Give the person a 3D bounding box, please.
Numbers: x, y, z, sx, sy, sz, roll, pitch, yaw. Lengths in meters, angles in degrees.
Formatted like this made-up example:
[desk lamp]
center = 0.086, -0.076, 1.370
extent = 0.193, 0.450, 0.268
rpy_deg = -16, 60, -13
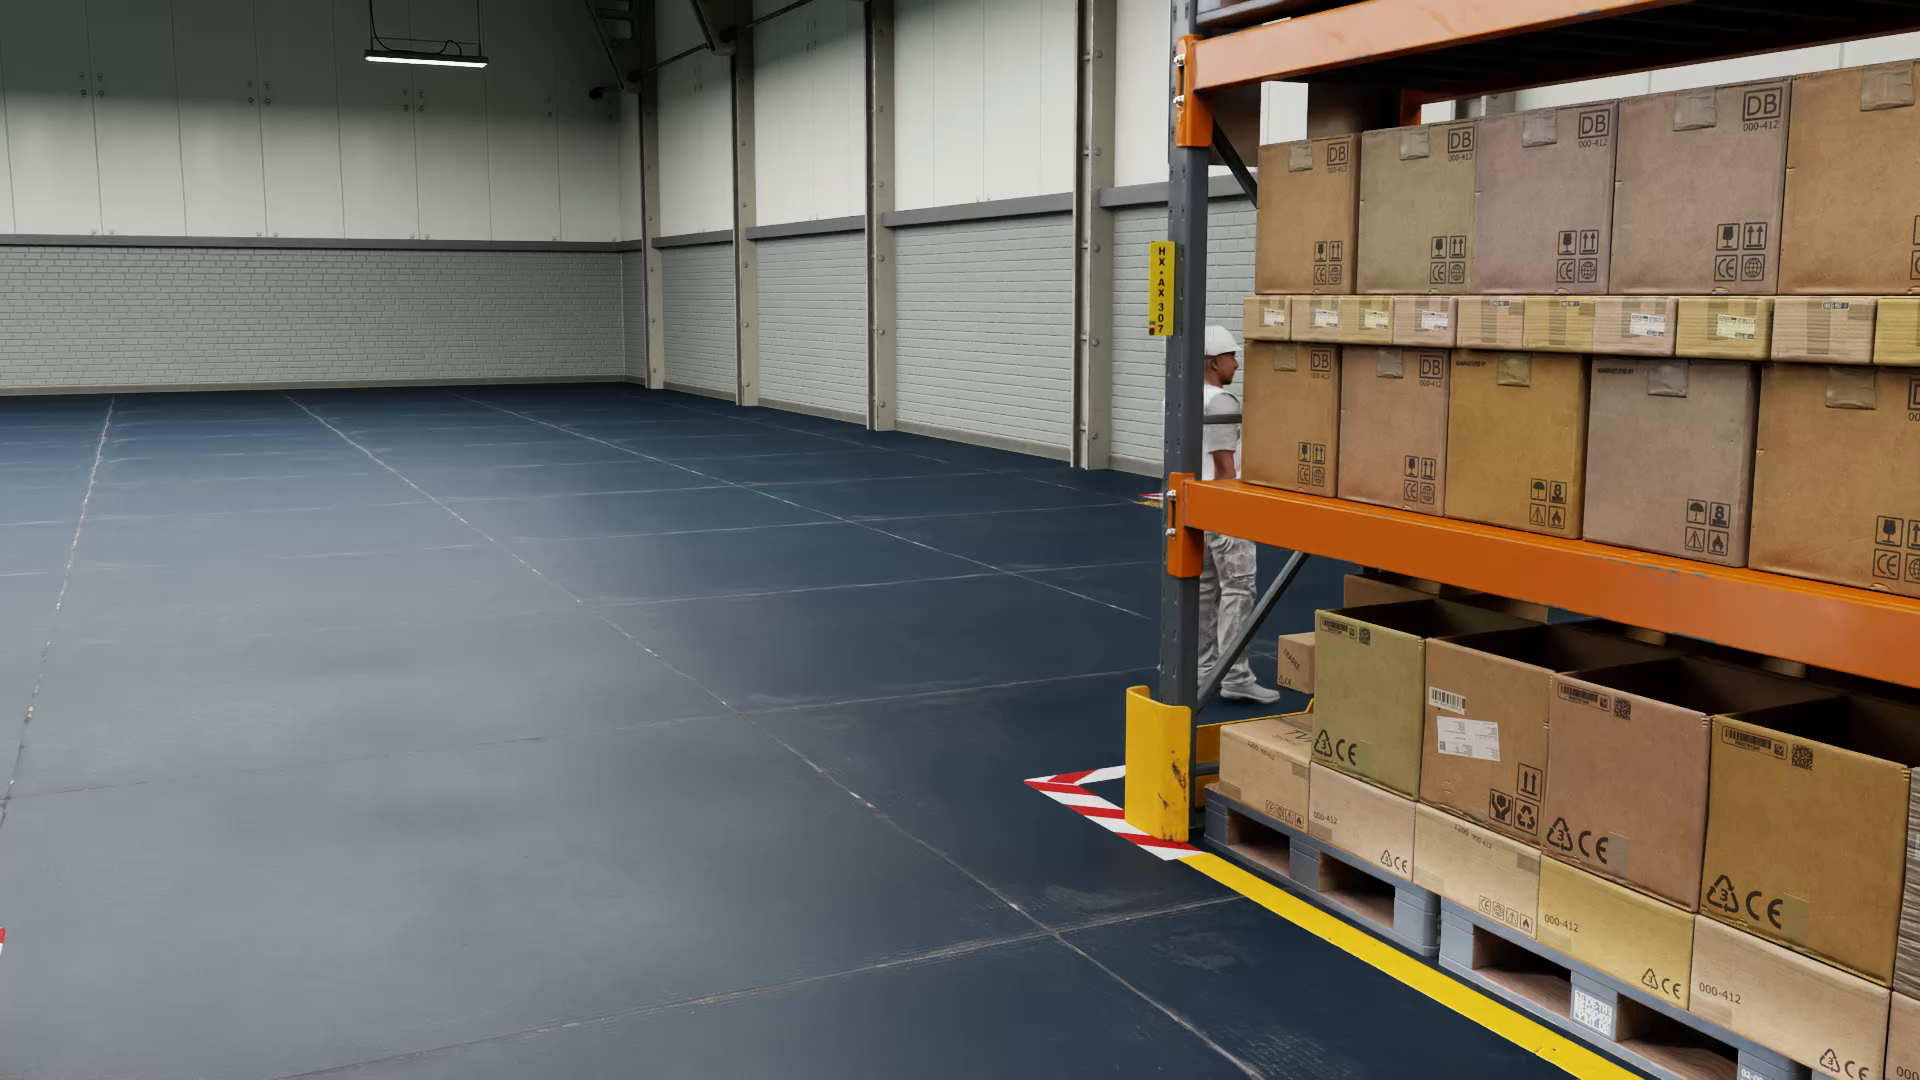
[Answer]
[person]
center = 1.291, -0.132, 8.092
extent = 0.494, 1.810, 0.572
rpy_deg = -3, 9, -20
